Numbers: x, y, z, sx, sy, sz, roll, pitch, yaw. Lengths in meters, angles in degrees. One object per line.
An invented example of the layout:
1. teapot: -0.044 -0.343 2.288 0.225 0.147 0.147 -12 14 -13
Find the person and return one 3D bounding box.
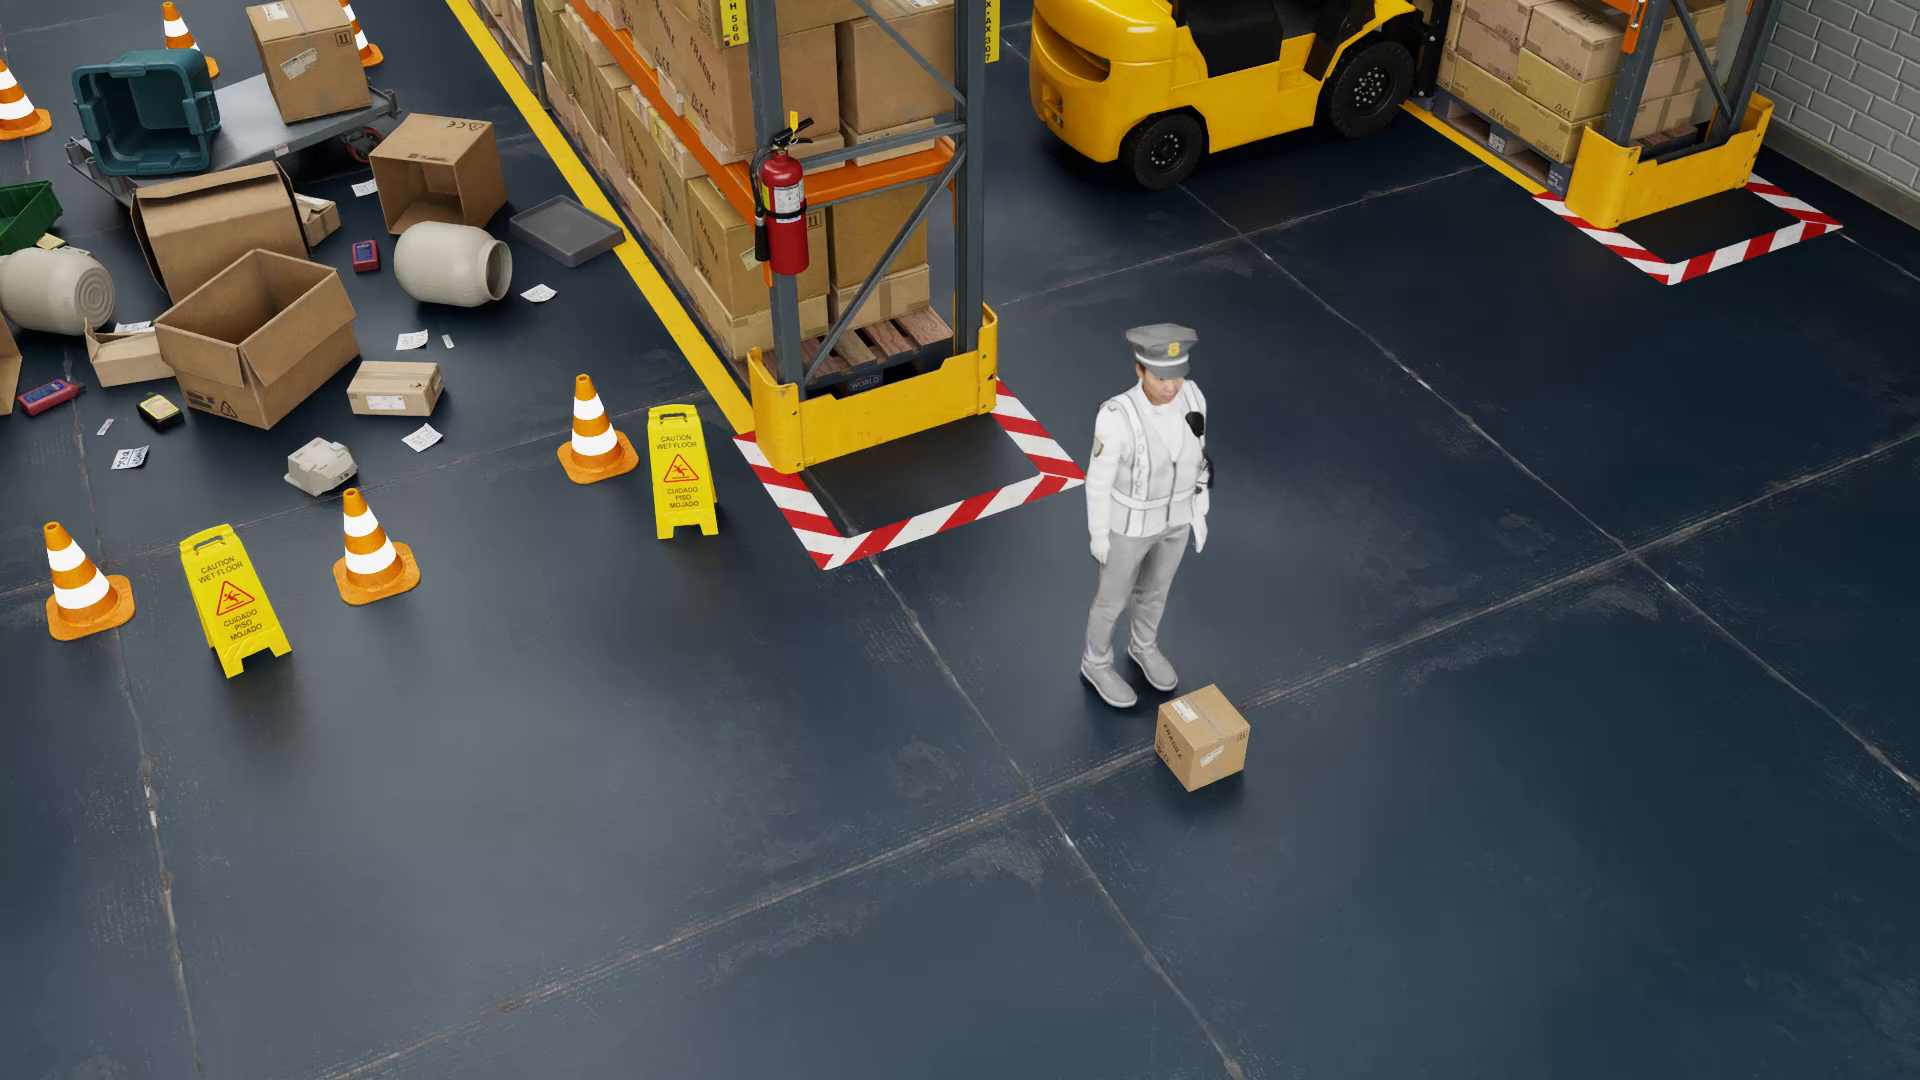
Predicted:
1. person: 0.701 -0.079 6.202 0.486 1.686 0.334 -19 45 -20
